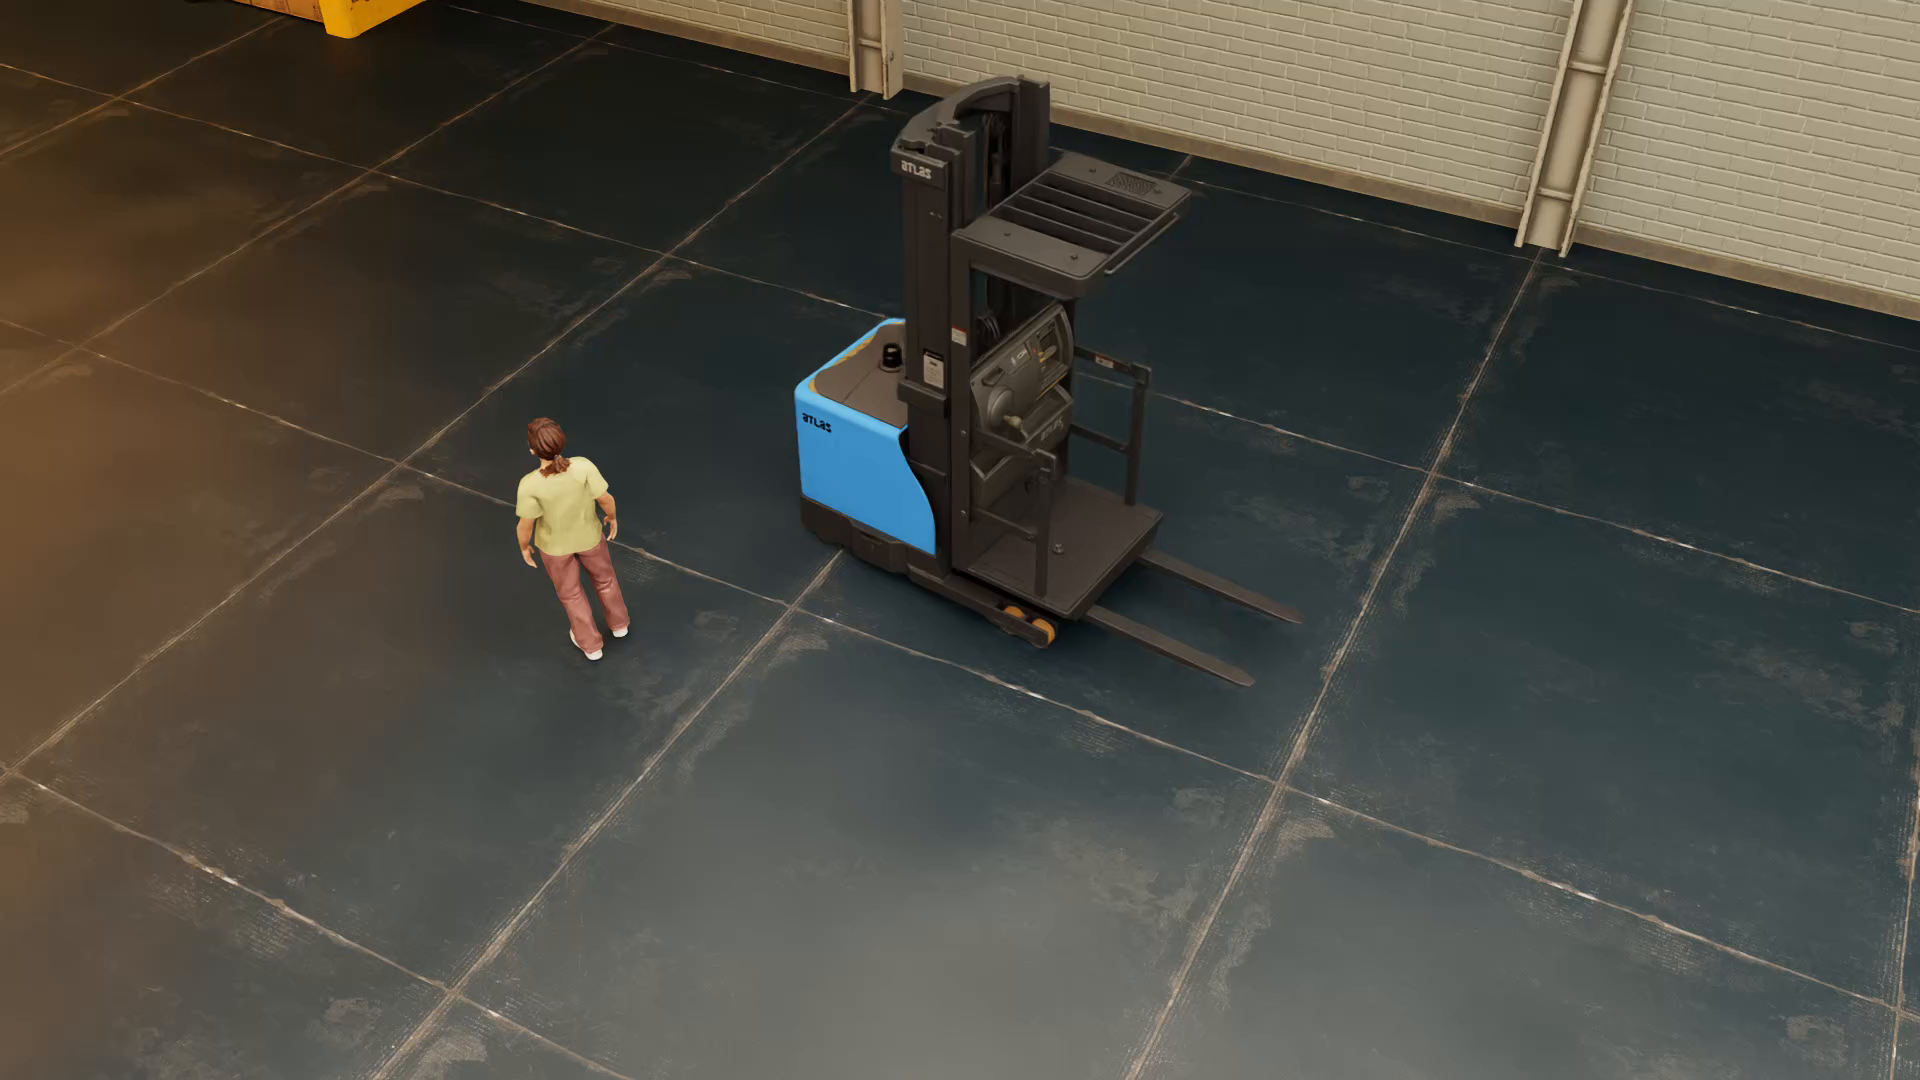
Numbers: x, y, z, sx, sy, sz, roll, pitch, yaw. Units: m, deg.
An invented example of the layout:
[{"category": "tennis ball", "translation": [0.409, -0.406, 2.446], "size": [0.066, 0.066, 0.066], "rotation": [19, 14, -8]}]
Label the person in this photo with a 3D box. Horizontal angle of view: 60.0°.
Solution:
[{"category": "person", "translation": [-2.123, -0.038, 8.995], "size": [0.551, 1.674, 0.550], "rotation": [-17, 43, -20]}]

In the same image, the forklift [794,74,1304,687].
[{"category": "forklift", "translation": [0.516, -0.894, 9.048], "size": [3.031, 2.935, 1.130], "rotation": [24, 46, 26]}]
